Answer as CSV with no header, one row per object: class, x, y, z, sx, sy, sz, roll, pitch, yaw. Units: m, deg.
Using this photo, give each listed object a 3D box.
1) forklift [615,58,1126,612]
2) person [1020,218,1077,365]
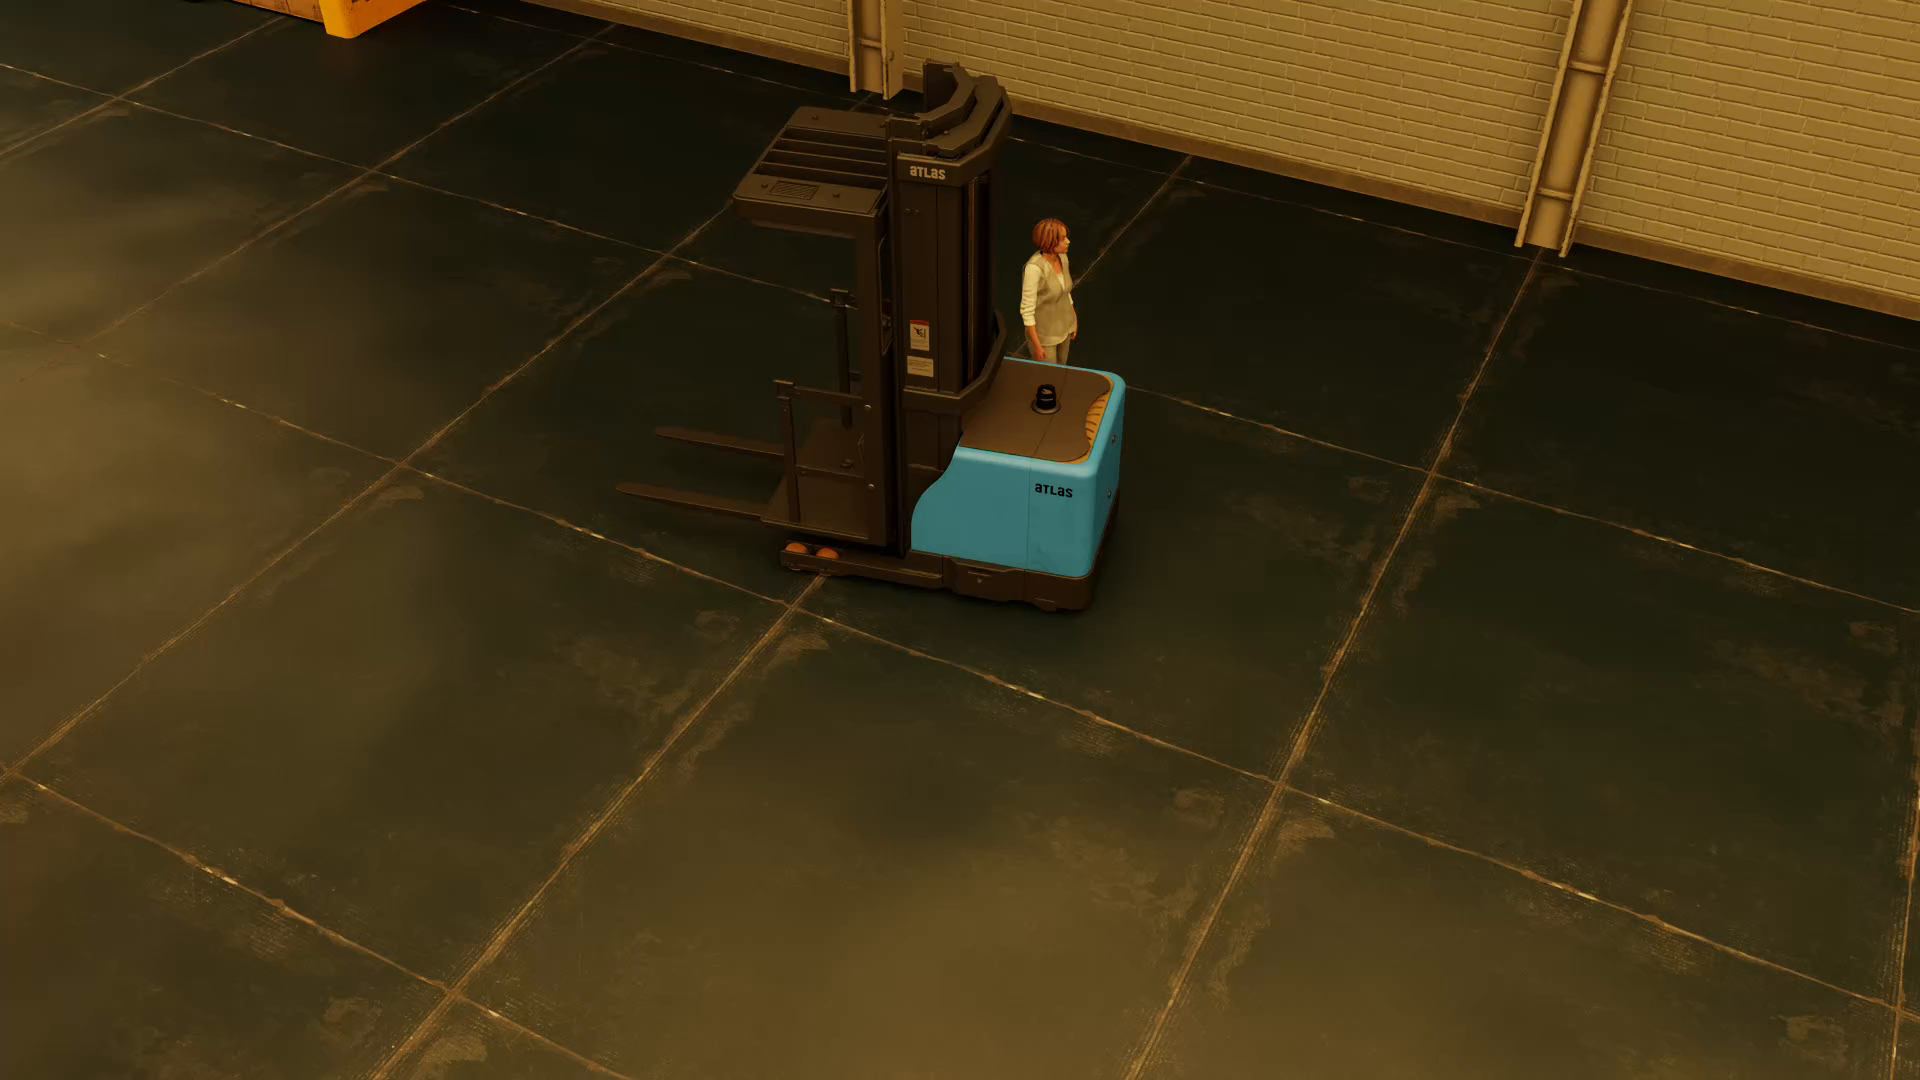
forklift,-0.590,-1.223,9.439,3.031,2.935,1.130,10,41,11
person,0.629,-1.268,10.516,0.475,1.597,0.520,22,45,24
